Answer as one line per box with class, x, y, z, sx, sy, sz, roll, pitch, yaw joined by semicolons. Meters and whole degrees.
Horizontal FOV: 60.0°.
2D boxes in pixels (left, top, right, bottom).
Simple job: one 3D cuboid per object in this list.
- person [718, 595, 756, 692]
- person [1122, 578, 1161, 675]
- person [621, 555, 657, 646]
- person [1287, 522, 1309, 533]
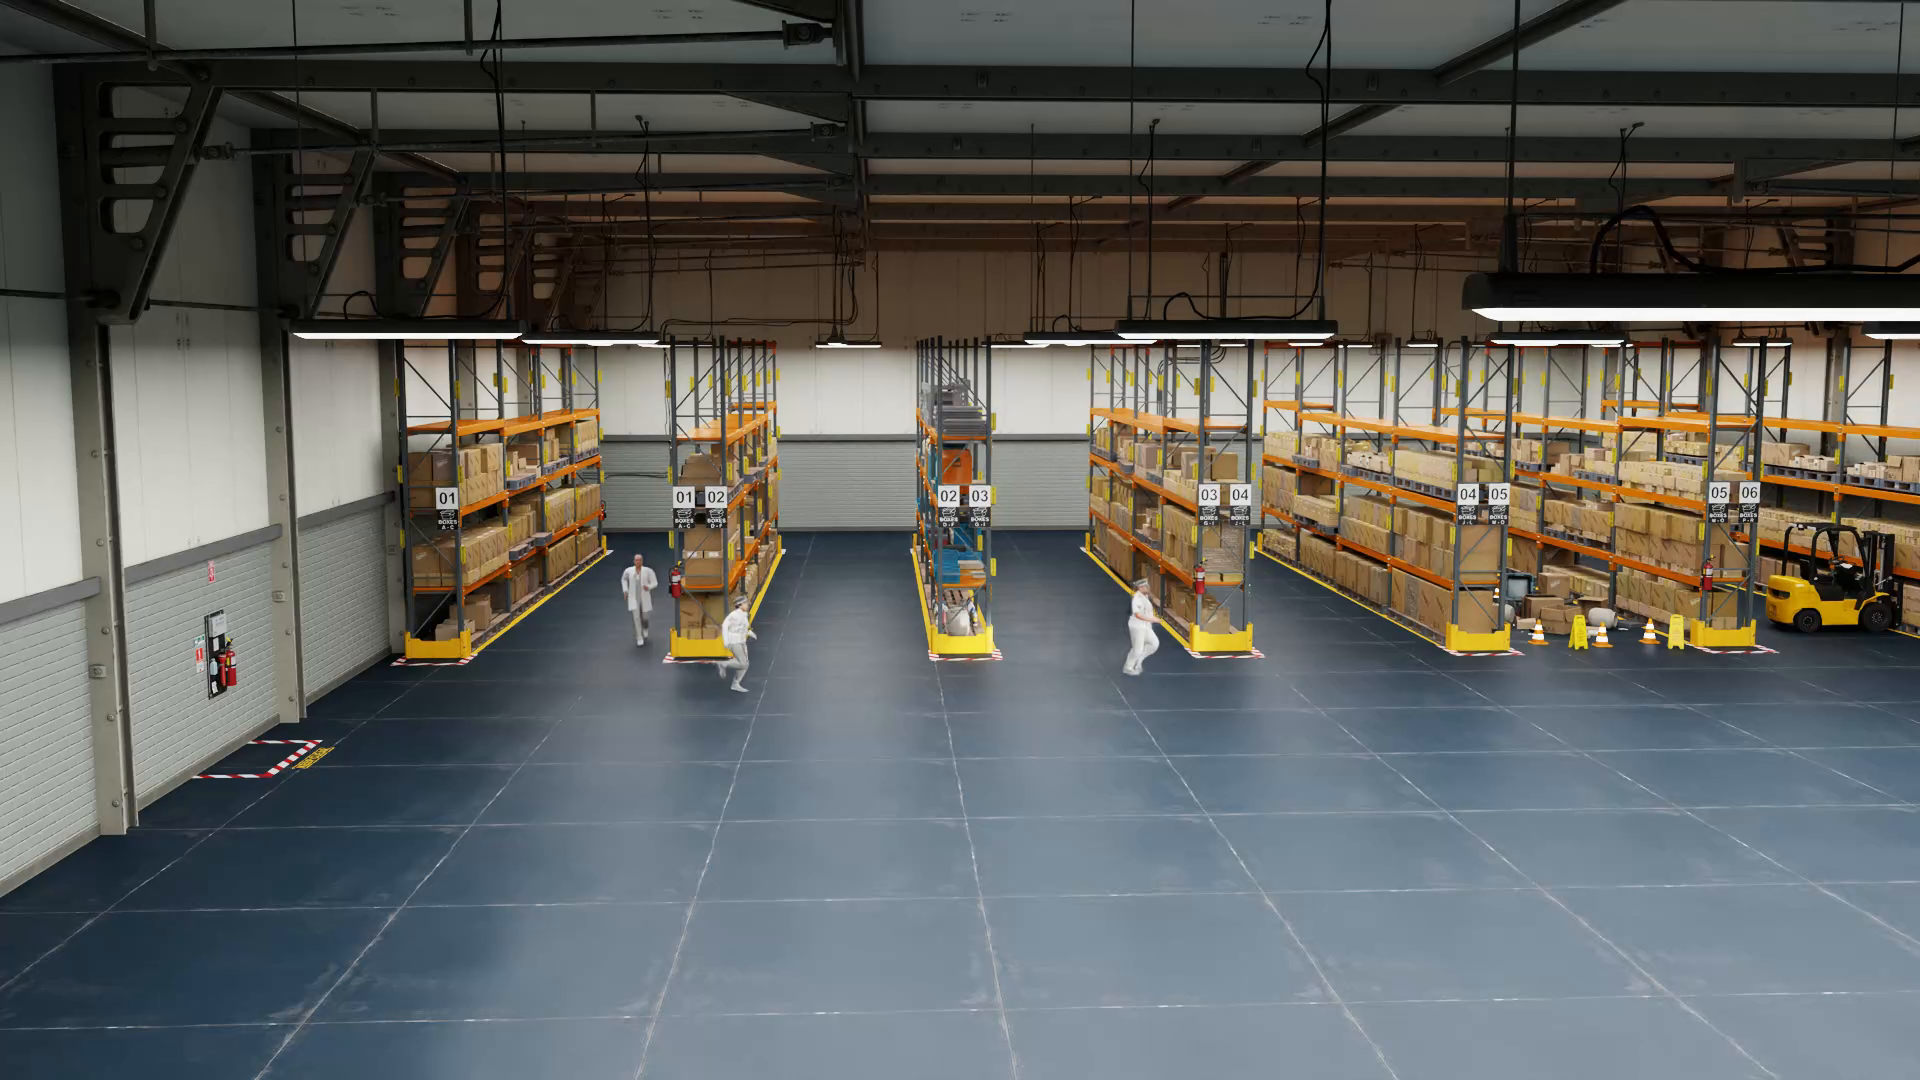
person;-3.767;1.744;28.076;0.647;1.650;0.653;2;7;18
person;3.234;1.522;29.339;0.730;1.733;0.641;3;7;27
person;-6.276;1.153;32.547;0.710;1.750;0.884;-1;7;-8
person;9.858;-0.694;48.841;0.911;1.740;0.718;4;7;29
